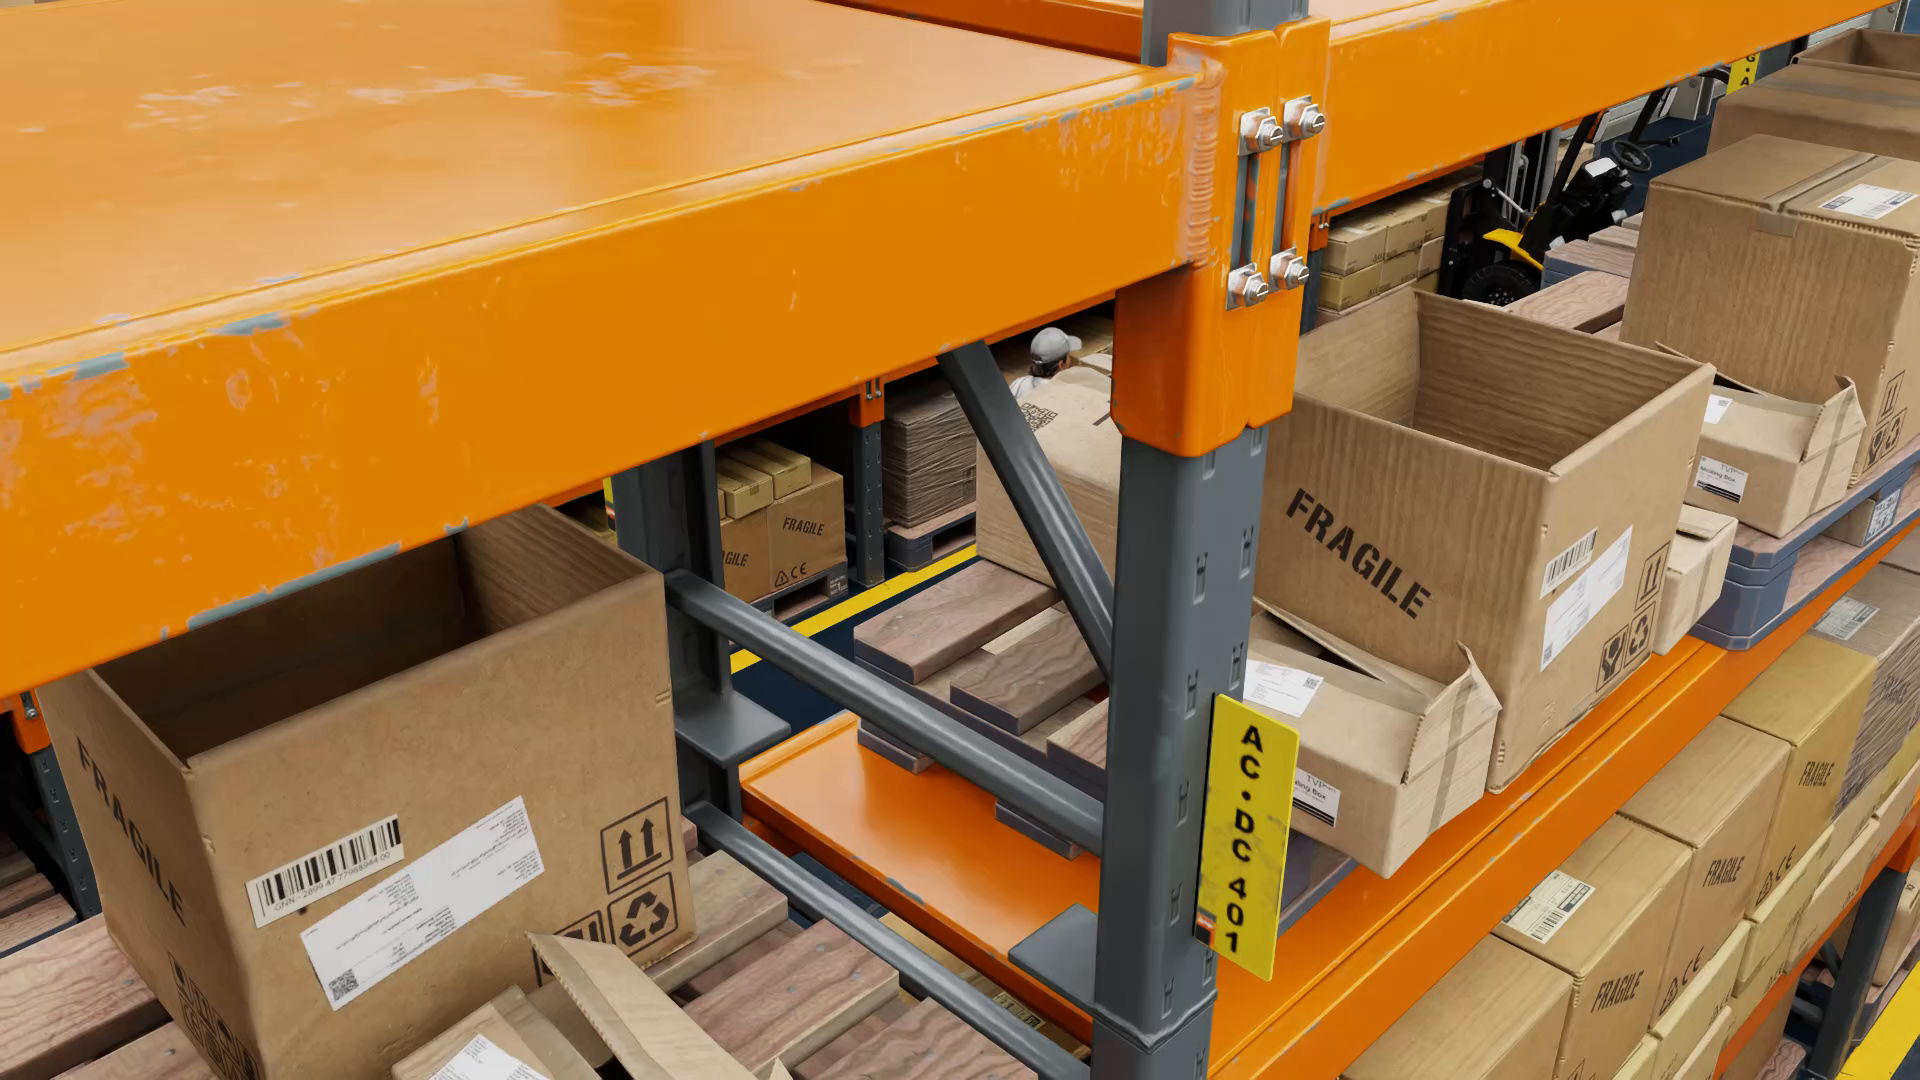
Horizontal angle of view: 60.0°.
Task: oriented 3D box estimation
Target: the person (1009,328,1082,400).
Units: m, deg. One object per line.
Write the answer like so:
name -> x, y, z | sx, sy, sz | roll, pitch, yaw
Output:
person -> 0.483, -0.280, 8.156 | 0.507, 1.636, 0.773 | 24, 36, 37
